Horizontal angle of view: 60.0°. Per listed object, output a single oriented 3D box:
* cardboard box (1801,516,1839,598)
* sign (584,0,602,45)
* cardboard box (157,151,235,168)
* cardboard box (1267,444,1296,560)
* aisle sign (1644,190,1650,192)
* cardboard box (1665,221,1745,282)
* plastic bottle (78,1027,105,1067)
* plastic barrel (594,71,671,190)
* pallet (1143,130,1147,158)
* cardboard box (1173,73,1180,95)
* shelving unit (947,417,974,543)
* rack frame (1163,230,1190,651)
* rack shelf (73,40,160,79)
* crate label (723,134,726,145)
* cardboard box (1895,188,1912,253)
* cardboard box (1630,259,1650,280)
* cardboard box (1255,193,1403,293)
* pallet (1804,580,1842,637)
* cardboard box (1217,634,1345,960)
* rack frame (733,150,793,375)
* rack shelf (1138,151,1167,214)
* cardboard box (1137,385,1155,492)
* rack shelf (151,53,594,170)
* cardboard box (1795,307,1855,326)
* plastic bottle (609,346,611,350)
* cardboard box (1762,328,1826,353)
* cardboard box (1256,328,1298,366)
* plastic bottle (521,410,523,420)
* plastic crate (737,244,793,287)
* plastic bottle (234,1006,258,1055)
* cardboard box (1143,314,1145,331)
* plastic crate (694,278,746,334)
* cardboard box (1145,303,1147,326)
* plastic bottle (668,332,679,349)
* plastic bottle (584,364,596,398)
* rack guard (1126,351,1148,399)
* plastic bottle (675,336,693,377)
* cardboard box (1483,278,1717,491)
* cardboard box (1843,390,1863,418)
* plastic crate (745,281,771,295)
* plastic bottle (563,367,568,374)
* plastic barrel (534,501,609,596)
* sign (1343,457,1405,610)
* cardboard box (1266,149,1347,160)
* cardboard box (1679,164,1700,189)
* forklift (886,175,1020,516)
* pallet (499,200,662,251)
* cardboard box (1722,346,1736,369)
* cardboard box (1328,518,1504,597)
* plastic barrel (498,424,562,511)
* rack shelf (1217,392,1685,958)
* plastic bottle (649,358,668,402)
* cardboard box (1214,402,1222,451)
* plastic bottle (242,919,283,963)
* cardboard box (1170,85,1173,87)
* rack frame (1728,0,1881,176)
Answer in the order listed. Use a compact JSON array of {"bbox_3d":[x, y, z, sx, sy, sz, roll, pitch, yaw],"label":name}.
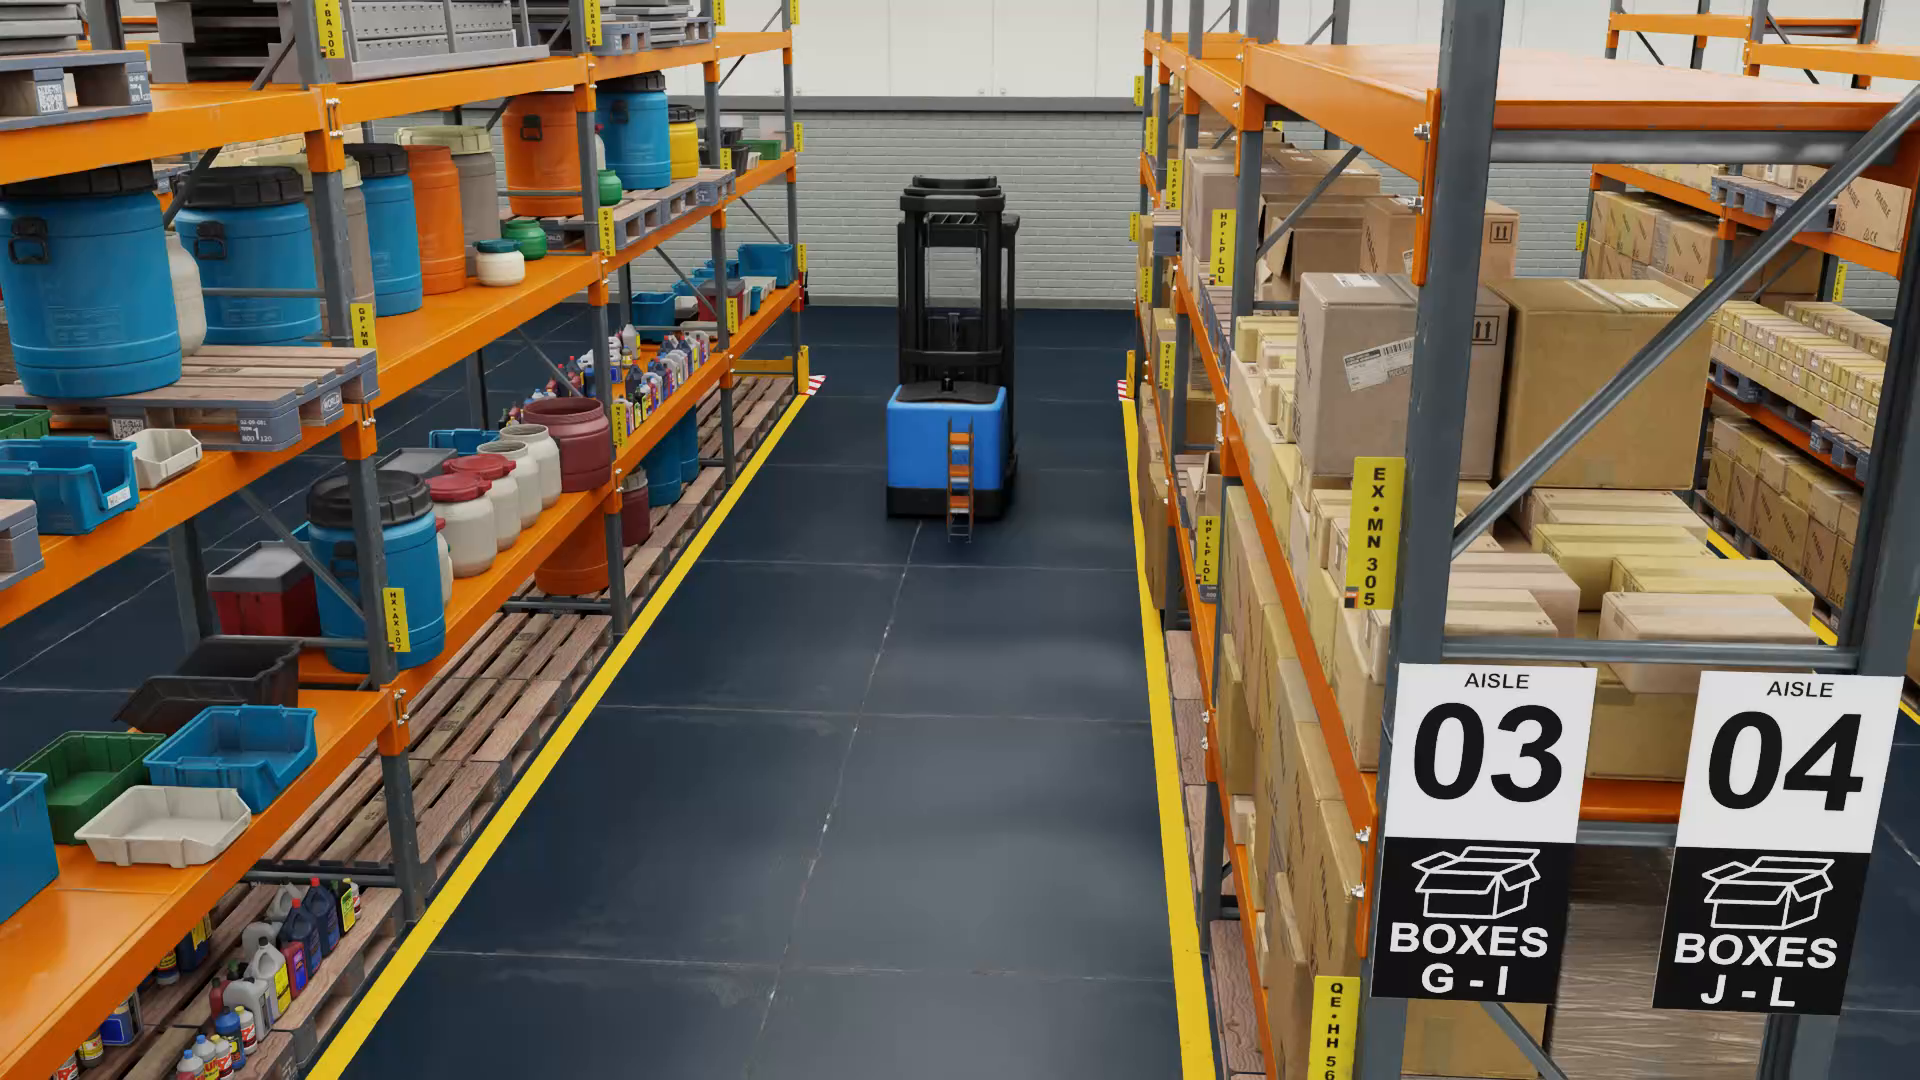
[{"bbox_3d":[6.740,0.128,12.556,0.500,0.500,0.500,2,18,6],"label":"cardboard box"},{"bbox_3d":[-2.418,-3.429,10.955,0.100,0.325,0.005,1,18,4],"label":"sign"},{"bbox_3d":[-7.340,-3.596,16.002,0.500,0.250,0.500,1,18,4],"label":"cardboard box"},{"bbox_3d":[1.289,-0.127,5.416,0.500,0.250,0.500,1,18,3],"label":"cardboard box"},{"bbox_3d":[7.790,-4.225,18.325,0.394,0.787,0.004,1,18,4],"label":"aisle sign"},{"bbox_3d":[6.995,-2.708,15.627,0.500,0.500,0.500,1,18,2],"label":"cardboard box"},{"bbox_3d":[-3.660,2.100,6.984,0.097,0.201,0.097,0,18,0],"label":"plastic bottle"},{"bbox_3d":[-2.651,-3.314,13.423,0.600,0.901,0.708,1,18,4],"label":"plastic barrel"},{"bbox_3d":[2.503,-4.269,17.958,1.003,0.211,1.213,1,18,4],"label":"pallet"},{"bbox_3d":[2.391,-4.565,16.521,0.500,0.250,0.500,1,18,2],"label":"cardboard box"},{"bbox_3d":[0.004,-0.516,14.310,0.215,1.050,0.252,1,18,4],"label":"shelving unit"},{"bbox_3d":[1.973,-0.631,11.532,1.000,3.000,0.127,1,18,4],"label":"rack frame"},{"bbox_3d":[-7.765,-3.794,13.347,1.077,0.370,4.000,1,18,4],"label":"rack shelf"},{"bbox_3d":[-2.783,-4.302,18.156,0.408,0.251,0.502,1,18,4],"label":"crate label"},{"bbox_3d":[6.700,-2.145,11.175,0.500,0.500,0.500,1,18,4],"label":"cardboard box"},{"bbox_3d":[7.087,-2.552,16.757,0.500,0.500,0.500,1,18,2],"label":"cardboard box"},{"bbox_3d":[1.885,-1.499,8.524,0.797,0.503,0.637,2,18,6],"label":"cardboard box"},{"bbox_3d":[6.970,0.593,12.273,1.003,0.211,1.213,1,18,4],"label":"pallet"},{"bbox_3d":[1.449,0.788,5.760,0.875,1.000,2.500,1,18,4],"label":"cardboard box"},{"bbox_3d":[-2.391,-3.226,19.452,0.949,2.616,0.053,1,18,4],"label":"rack frame"},{"bbox_3d":[2.403,-3.578,16.864,1.077,0.370,4.000,1,18,4],"label":"rack shelf"},{"bbox_3d":[2.233,-0.864,14.981,1.225,0.875,0.875,1,18,4],"label":"cardboard box"},{"bbox_3d":[-3.111,-2.440,9.214,1.077,0.370,4.000,1,18,4],"label":"rack shelf"},{"bbox_3d":[7.347,-1.882,14.123,0.380,0.149,0.250,1,18,2],"label":"cardboard box"},{"bbox_3d":[-3.156,-1.639,14.814,0.097,0.271,0.097,0,18,0],"label":"plastic bottle"},{"bbox_3d":[6.621,-1.581,13.204,0.380,0.149,0.250,2,18,6],"label":"cardboard box"},{"bbox_3d":[1.404,-0.754,6.691,0.380,0.149,0.250,0,18,1],"label":"cardboard box"},{"bbox_3d":[-3.321,-0.890,12.640,0.097,0.201,0.097,0,18,0],"label":"plastic bottle"},{"bbox_3d":[-2.232,-3.164,19.108,0.616,0.435,0.499,1,18,4],"label":"plastic crate"},{"bbox_3d":[-3.047,2.075,7.060,0.097,0.201,0.097,0,18,0],"label":"plastic bottle"},{"bbox_3d":[2.028,-2.176,16.650,0.380,0.149,0.250,2,18,5],"label":"cardboard box"},{"bbox_3d":[-2.367,-2.315,16.471,0.402,0.464,0.583,1,18,4],"label":"plastic crate"},{"bbox_3d":[2.064,-2.247,16.228,0.500,0.250,0.500,2,18,6],"label":"cardboard box"},{"bbox_3d":[-2.564,-1.671,14.785,0.144,0.351,0.185,1,18,4],"label":"plastic bottle"},{"bbox_3d":[-3.083,-1.329,13.869,0.097,0.271,0.097,0,18,0],"label":"plastic bottle"},{"bbox_3d":[2.548,-1.936,19.527,1.175,0.500,0.348,1,18,4],"label":"rack guard"},{"bbox_3d":[-2.434,-1.611,14.600,0.144,0.351,0.185,1,18,4],"label":"plastic bottle"},{"bbox_3d":[1.775,-0.454,4.732,0.500,0.500,0.500,1,18,4],"label":"cardboard box"},{"bbox_3d":[6.511,-0.957,11.778,0.380,0.149,0.250,2,18,6],"label":"cardboard box"},{"bbox_3d":[-2.307,-2.783,18.425,0.396,0.136,0.243,1,18,4],"label":"plastic crate"},{"bbox_3d":[-3.259,-1.275,13.685,0.061,0.283,0.133,1,18,4],"label":"plastic bottle"},{"bbox_3d":[-7.990,-1.186,12.620,10.706,2.957,0.708,1,18,4],"label":"plastic barrel"},{"bbox_3d":[0.847,-0.011,3.402,0.100,0.325,0.005,1,18,4],"label":"sign"},{"bbox_3d":[2.188,-2.188,10.503,0.500,0.500,0.500,2,18,5],"label":"cardboard box"},{"bbox_3d":[7.012,-3.399,15.402,0.500,0.250,0.500,1,18,4],"label":"cardboard box"},{"bbox_3d":[-0.011,-2.020,15.882,1.130,2.935,3.031,2,18,5],"label":"forklift"},{"bbox_3d":[-2.815,-2.313,12.150,1.003,0.211,1.213,1,18,4],"label":"pallet"},{"bbox_3d":[6.676,-1.536,14.022,0.380,0.149,0.250,1,18,4],"label":"cardboard box"},{"bbox_3d":[1.154,0.051,4.234,0.380,0.149,0.250,0,18,2],"label":"cardboard box"},{"bbox_3d":[-2.828,-0.471,10.863,0.421,0.512,0.421,0,18,0],"label":"plastic barrel"},{"bbox_3d":[1.542,0.149,5.490,1.077,0.370,4.000,1,18,4],"label":"rack shelf"},{"bbox_3d":[-2.499,-1.326,13.731,0.144,0.351,0.185,1,18,4],"label":"plastic bottle"},{"bbox_3d":[1.974,-0.710,10.937,0.500,0.500,0.500,-1,18,-3],"label":"cardboard box"},{"bbox_3d":[-3.176,1.856,7.608,0.152,0.276,0.135,1,18,4],"label":"plastic bottle"},{"bbox_3d":[2.562,-4.673,18.055,0.700,0.500,0.500,0,18,1],"label":"cardboard box"},{"bbox_3d":[7.199,-4.582,13.956,1.000,3.000,0.127,1,18,4],"label":"rack frame"}]
